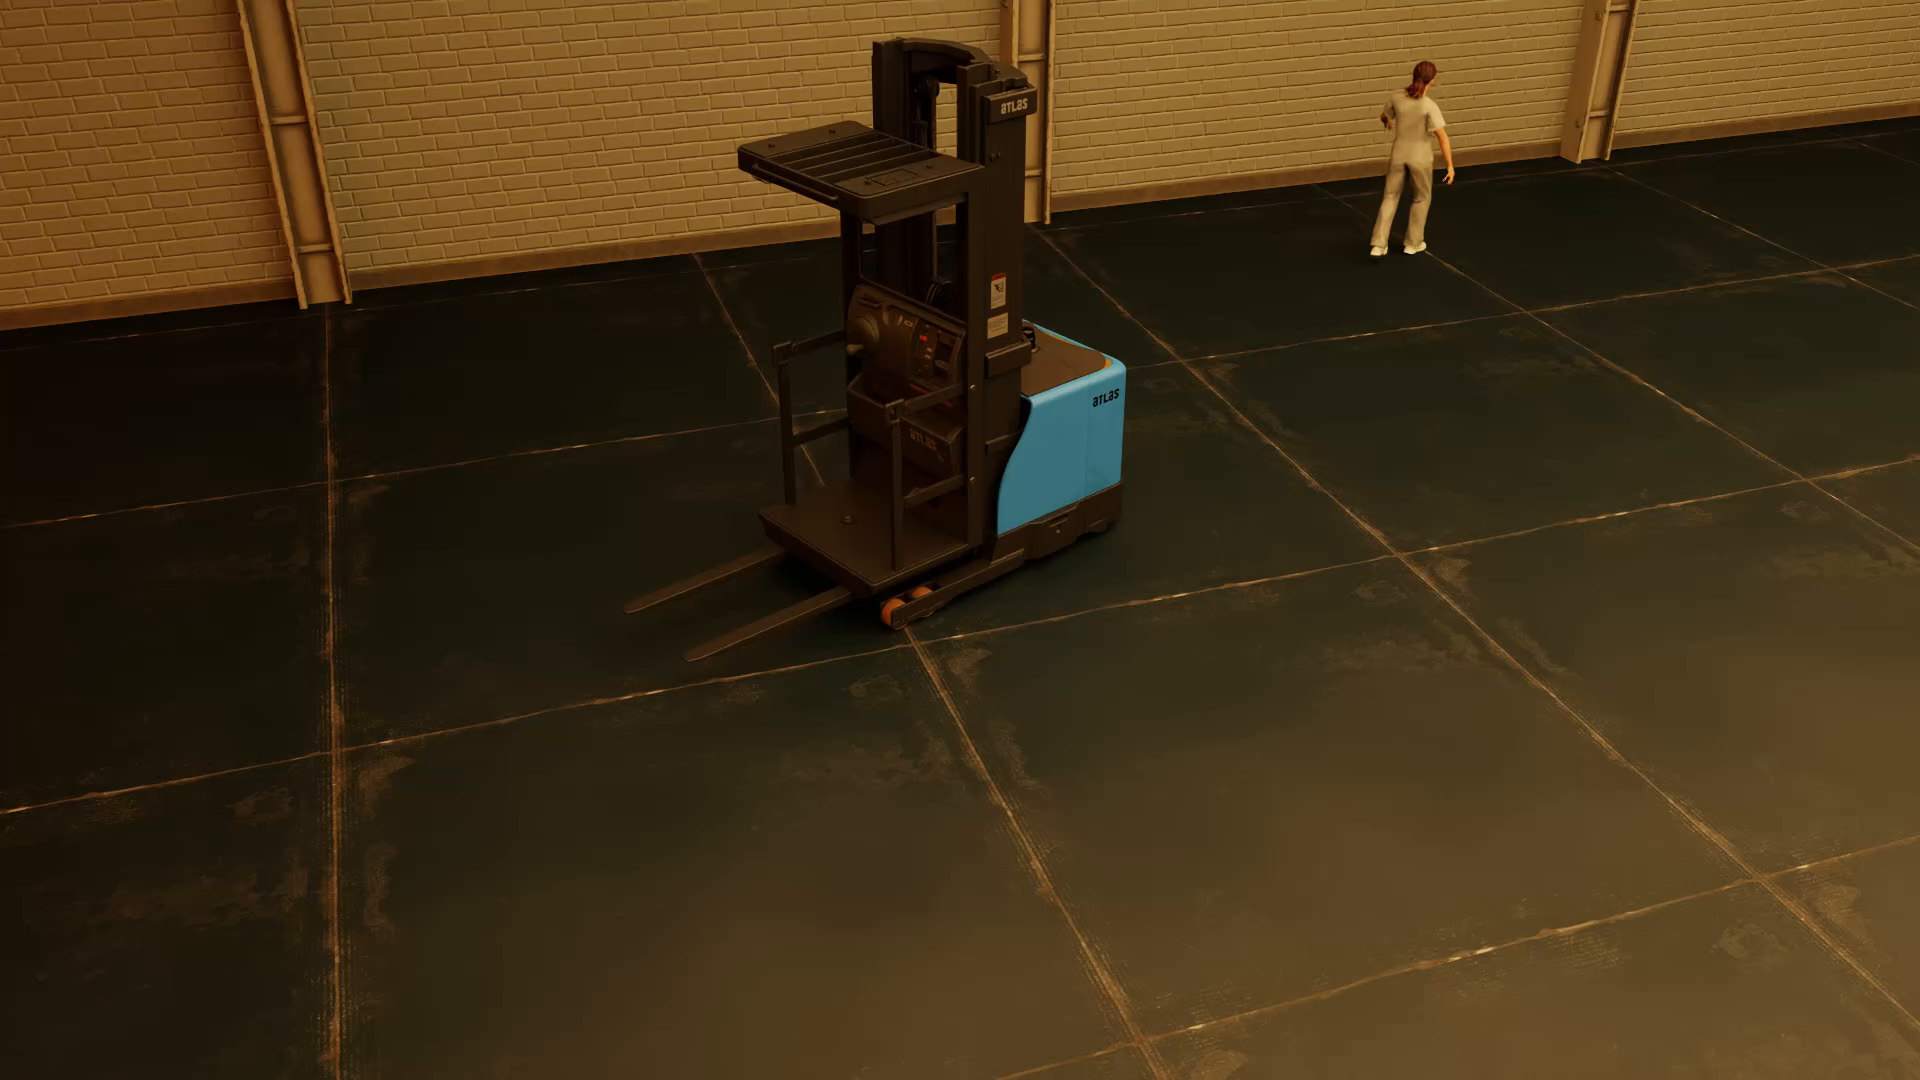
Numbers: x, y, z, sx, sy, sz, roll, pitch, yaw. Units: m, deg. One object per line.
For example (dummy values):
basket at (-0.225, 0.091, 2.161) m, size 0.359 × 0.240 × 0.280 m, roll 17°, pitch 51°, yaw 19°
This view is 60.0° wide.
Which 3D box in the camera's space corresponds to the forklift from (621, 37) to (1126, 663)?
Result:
forklift at (-0.461, -1.072, 8.951) m, size 3.031 × 2.935 × 1.130 m, roll -23°, pitch 37°, yaw -34°

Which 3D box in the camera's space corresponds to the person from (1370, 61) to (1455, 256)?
person at (3.783, -3.157, 13.864) m, size 0.835 × 1.656 × 0.728 m, roll 21°, pitch 36°, yaw 32°
